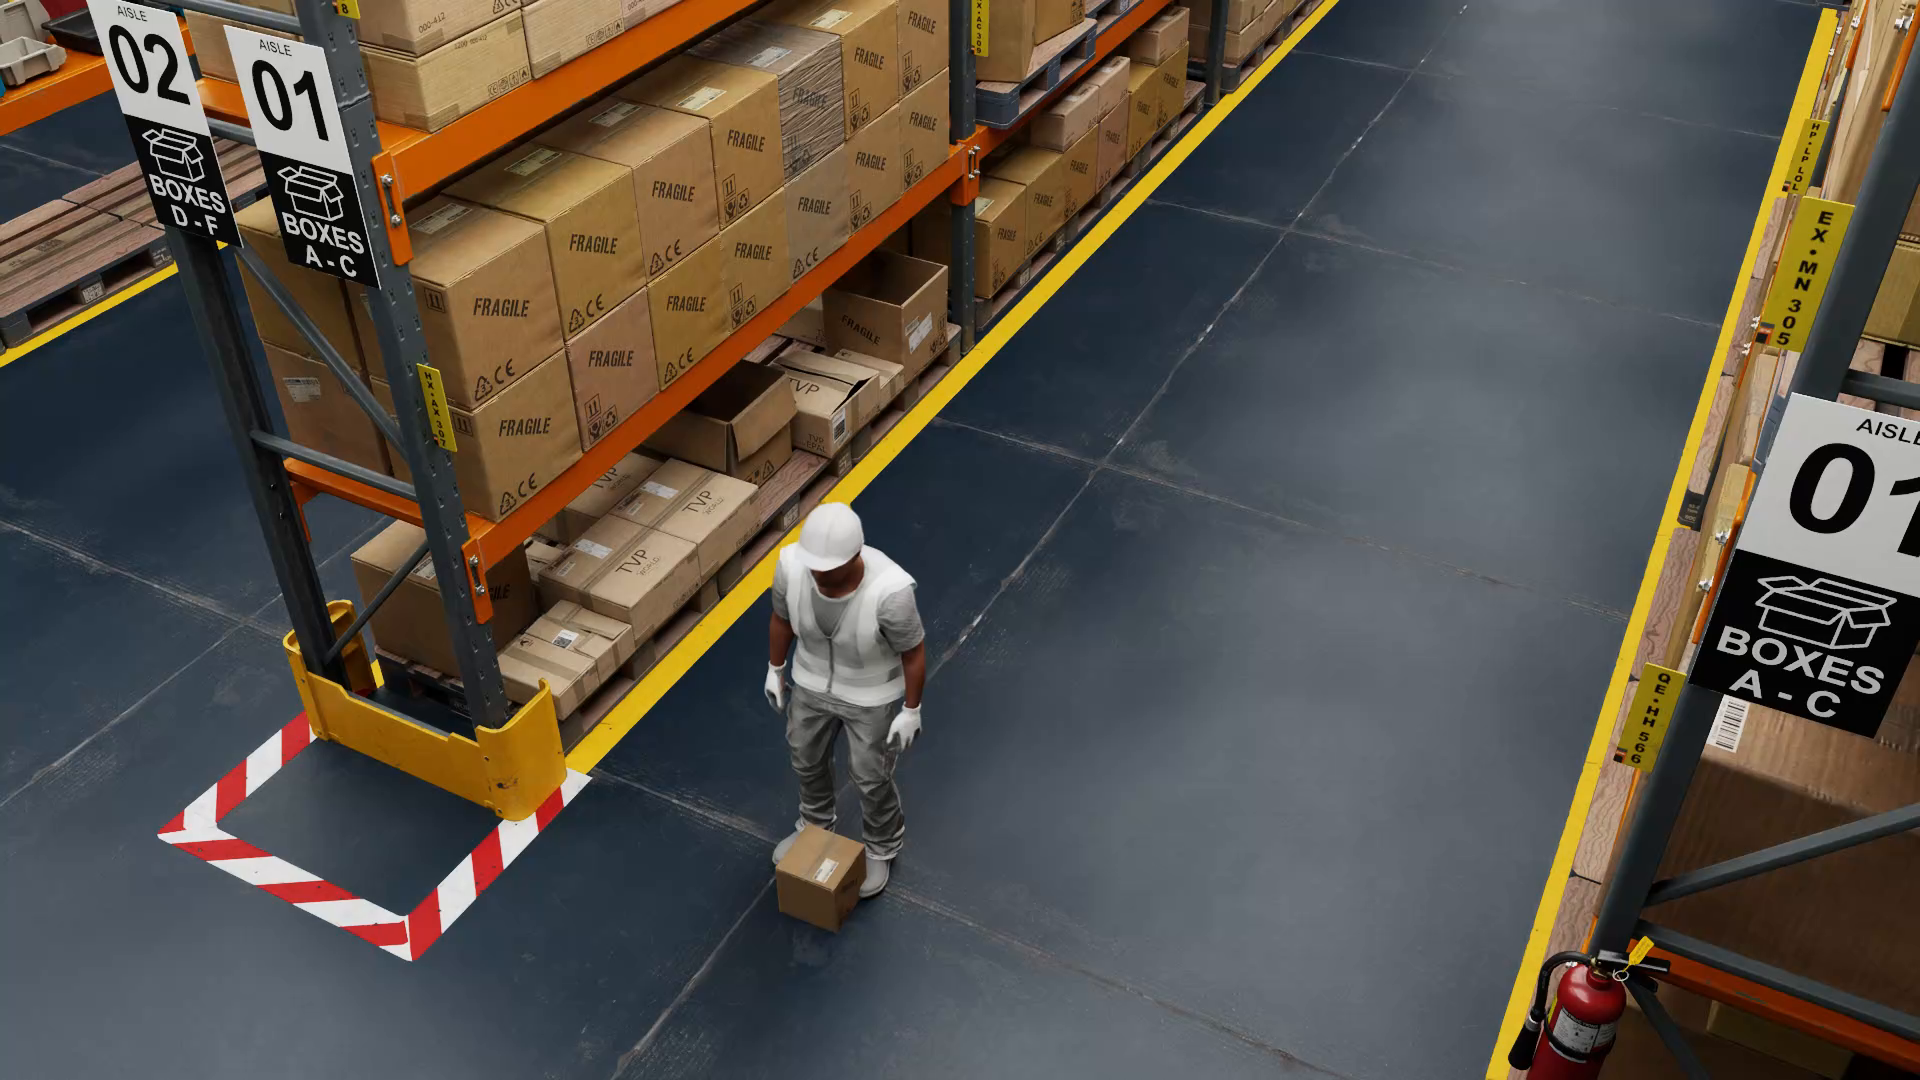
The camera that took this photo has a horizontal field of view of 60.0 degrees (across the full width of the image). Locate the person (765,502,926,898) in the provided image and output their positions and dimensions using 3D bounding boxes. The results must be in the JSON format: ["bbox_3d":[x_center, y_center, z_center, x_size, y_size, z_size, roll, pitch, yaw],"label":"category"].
[{"bbox_3d":[-0.424,0.556,6.021,0.619,1.772,0.450,15,40,19],"label":"person"}]
